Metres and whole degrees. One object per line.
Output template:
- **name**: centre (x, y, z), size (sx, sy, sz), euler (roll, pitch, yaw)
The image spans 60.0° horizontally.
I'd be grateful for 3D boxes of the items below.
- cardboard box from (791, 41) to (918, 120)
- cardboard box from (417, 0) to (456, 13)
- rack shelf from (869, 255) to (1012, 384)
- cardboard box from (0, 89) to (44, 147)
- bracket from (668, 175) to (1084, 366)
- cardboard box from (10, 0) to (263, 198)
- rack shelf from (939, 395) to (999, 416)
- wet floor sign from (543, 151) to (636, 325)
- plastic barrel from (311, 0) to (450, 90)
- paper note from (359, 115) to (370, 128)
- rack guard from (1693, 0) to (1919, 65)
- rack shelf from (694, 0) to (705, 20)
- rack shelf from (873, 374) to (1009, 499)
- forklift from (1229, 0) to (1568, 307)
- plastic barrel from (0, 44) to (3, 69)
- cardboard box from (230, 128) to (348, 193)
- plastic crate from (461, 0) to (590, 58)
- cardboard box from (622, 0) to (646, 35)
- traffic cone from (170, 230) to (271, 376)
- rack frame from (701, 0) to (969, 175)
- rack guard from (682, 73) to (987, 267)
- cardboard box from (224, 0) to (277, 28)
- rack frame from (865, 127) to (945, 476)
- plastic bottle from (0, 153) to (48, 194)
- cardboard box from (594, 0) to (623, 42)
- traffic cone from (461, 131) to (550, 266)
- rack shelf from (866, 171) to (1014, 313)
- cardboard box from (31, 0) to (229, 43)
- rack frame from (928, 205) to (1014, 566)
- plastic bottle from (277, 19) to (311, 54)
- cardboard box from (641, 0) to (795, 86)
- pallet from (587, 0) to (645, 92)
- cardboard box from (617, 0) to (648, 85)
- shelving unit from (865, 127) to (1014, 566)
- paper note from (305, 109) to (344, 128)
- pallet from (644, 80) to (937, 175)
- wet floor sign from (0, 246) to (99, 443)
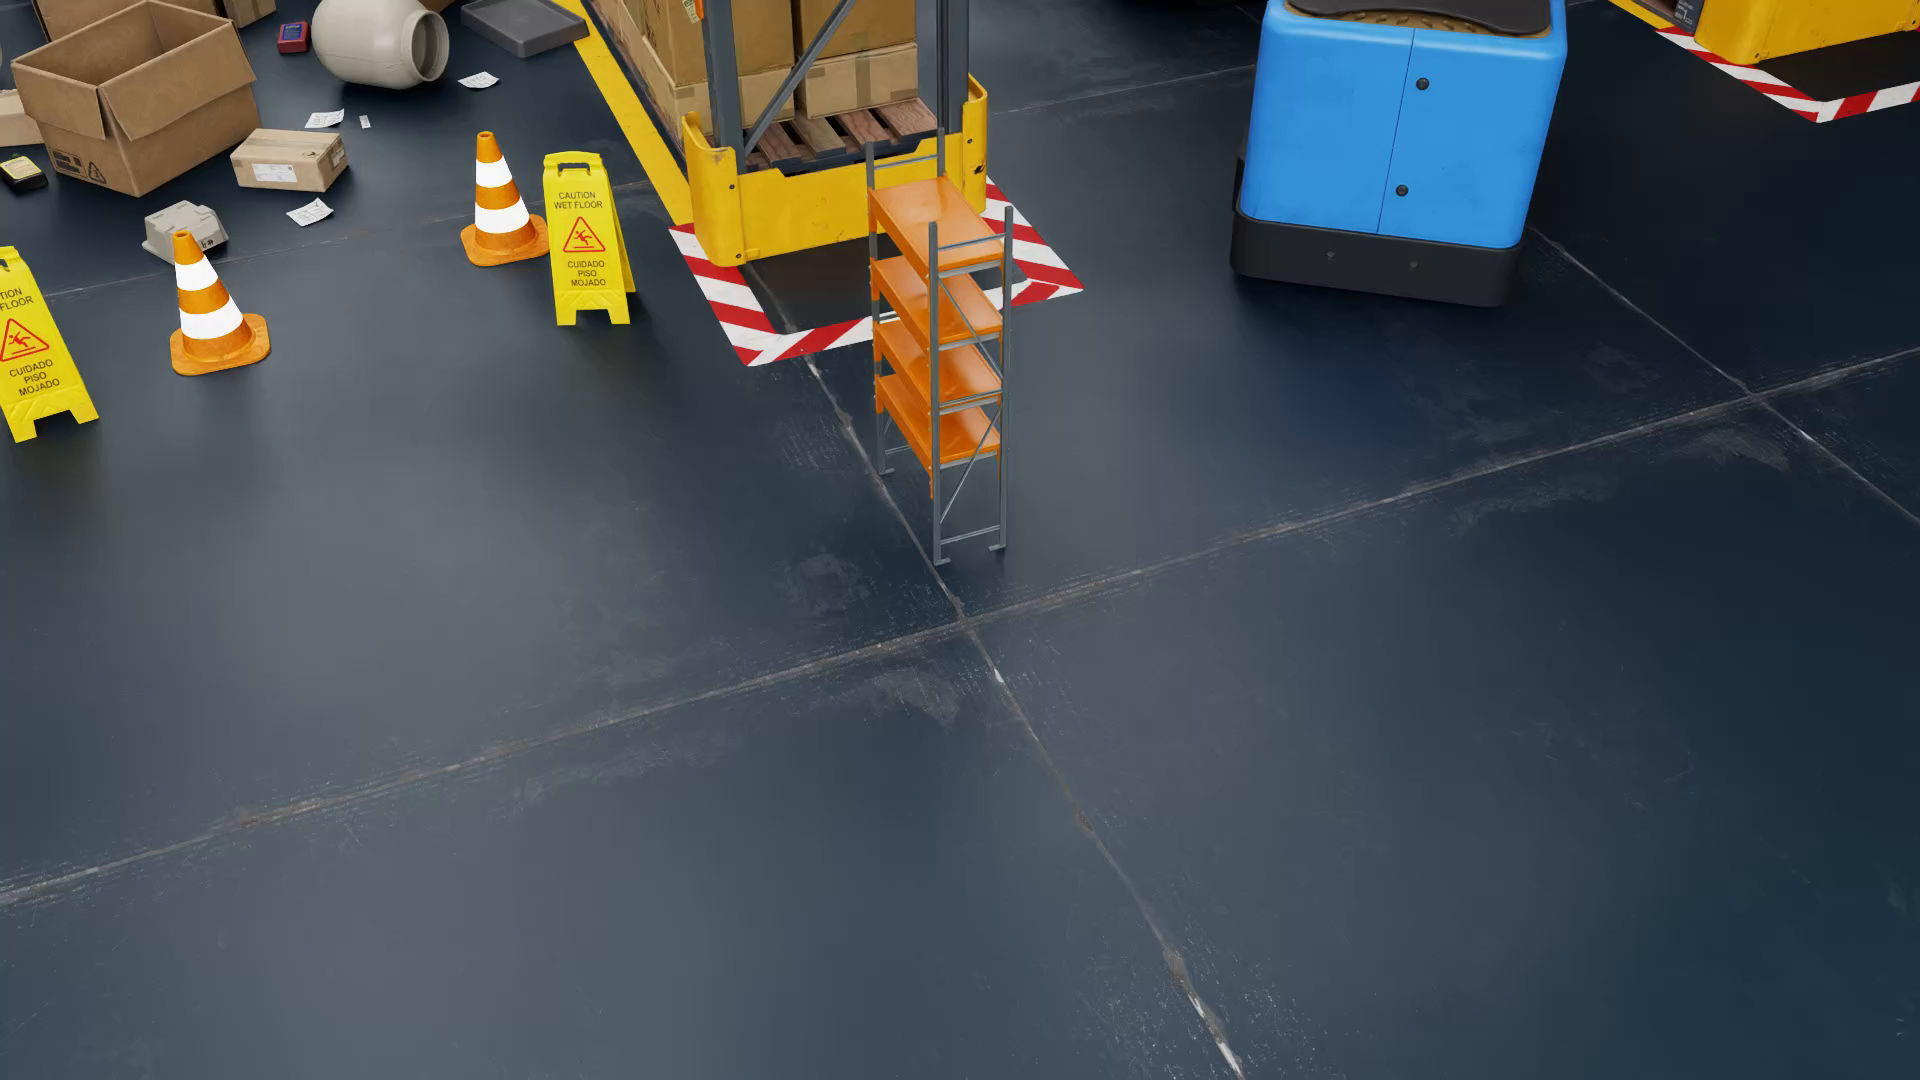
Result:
- **cardboard box**: centre (-0.503, -2.065, 7.137), size (0.500, 0.250, 0.500), euler (-15, 43, -17)
- **cardboard box**: centre (-2.828, -2.871, 8.203), size (0.500, 0.500, 0.500), euler (12, 42, 13)
- **rack shelf**: centre (-0.063, -0.673, 4.873), size (0.258, 0.148, 0.480), euler (-15, 43, -17)
- **cardboard box**: centre (-4.156, -1.894, 7.249), size (0.396, 0.266, 0.258), euler (-8, 41, -9)
- **bracket**: centre (-0.346, -1.108, 6.538), size (1.378, 0.001, 1.079), euler (-15, 43, -17)
- **cardboard box**: centre (-3.461, -1.873, 7.042), size (0.637, 0.503, 0.797), euler (19, 44, 20)
- **rack shelf**: centre (-0.063, -0.525, 5.000), size (0.199, 0.029, 0.442), euler (-15, 43, -17)
- **wet floor sign**: centre (-1.366, -1.119, 6.056), size (0.267, 0.644, 0.232), euler (-2, 41, -2)
- **plastic barrel**: centre (-2.639, -2.283, 7.580), size (0.512, 0.421, 0.421), euler (12, 42, 13)
- **paper note**: centre (-7.054, -5.641, 11.648), size (3.823, 0.211, 13.979), euler (-15, 43, -17)
- **rack guard**: centre (4.144, -2.671, 7.973), size (1.175, 0.500, 0.348), euler (-15, 43, -17)
- **rack shelf**: centre (-1.215, -3.325, 7.368), size (1.077, 0.370, 4.000), euler (-15, 43, -17)
- **rack shelf**: centre (-0.063, -0.353, 5.148), size (0.258, 0.148, 0.480), euler (-15, 43, -17)
- **forklift**: centre (1.884, -2.940, 6.421), size (1.130, 2.935, 3.031), euler (9, 42, 11)
- **plastic barrel**: centre (-4.664, -2.229, 7.518), size (0.512, 0.421, 0.421), euler (12, 42, 13)
- **cardboard box**: centre (-2.817, -1.597, 6.993), size (0.380, 0.149, 0.250), euler (5, 41, 6)
- **plastic crate**: centre (-2.137, -2.545, 8.149), size (0.402, 0.080, 0.583), euler (-31, 49, -31)
- **cardboard box**: centre (-1.200, -2.525, 7.098), size (0.500, 0.500, 0.500), euler (-14, 43, -15)
- **traffic cone**: centre (-2.702, -0.887, 5.926), size (0.336, 0.463, 0.334), euler (-15, 43, -17)
- **rack frame**: centre (-0.450, -2.393, 5.732), size (1.000, 3.000, 0.127), euler (-15, 43, -17)
- **rack guard**: centre (-0.479, -1.491, 6.601), size (1.175, 0.500, 0.348), euler (-15, 43, -17)
- **cardboard box**: centre (-3.652, -2.740, 8.232), size (0.396, 0.266, 0.258), euler (19, 44, 20)
- **rack frame**: centre (-0.157, -0.702, 5.146), size (0.240, 1.200, 0.015), euler (-15, 43, -17)
- **plastic bottle**: centre (-3.966, -1.552, 7.008), size (0.133, 0.061, 0.283), euler (-31, 49, -31)
- **cardboard box**: centre (-1.404, -2.557, 7.710), size (0.500, 0.250, 0.500), euler (-17, 43, -18)
- **traffic cone**: centre (-1.806, -1.368, 6.486), size (0.336, 0.463, 0.334), euler (-15, 43, -17)
- **rack shelf**: centre (-0.063, -0.853, 4.719), size (0.258, 0.148, 0.480), euler (-15, 43, -17)
- **cardboard box**: centre (-3.826, -2.486, 7.651), size (0.797, 0.637, 0.503), euler (-15, 43, -17)
- **rack frame**: centre (0.030, -0.408, 4.804), size (0.240, 1.200, 0.015), euler (-15, 43, -17)
- **plastic bottle**: centre (-3.219, -2.443, 8.044), size (0.133, 0.061, 0.283), euler (-8, 41, -9)
- **cardboard box**: centre (-0.997, -2.212, 6.733), size (0.500, 0.500, 0.500), euler (-15, 43, -17)
- **pallet**: centre (-1.220, -2.614, 8.127), size (1.003, 0.211, 1.213), euler (-15, 43, -17)
- **cardboard box**: centre (-1.199, -2.244, 7.345), size (0.500, 0.250, 0.500), euler (-15, 43, -17)
- **shelving unit**: centre (-0.063, -0.555, 4.975), size (0.258, 1.200, 0.503), euler (-15, 43, -17)
- **paper note**: centre (-2.837, -1.885, 7.427), size (0.148, 0.019, 0.142), euler (-2, 41, -2)
- **pallet**: centre (-0.757, -1.880, 7.274), size (1.003, 0.211, 1.213), euler (-15, 43, -17)
- **wet floor sign**: centre (-3.144, -0.681, 5.547), size (0.267, 0.644, 0.232), euler (-23, 46, -24)
